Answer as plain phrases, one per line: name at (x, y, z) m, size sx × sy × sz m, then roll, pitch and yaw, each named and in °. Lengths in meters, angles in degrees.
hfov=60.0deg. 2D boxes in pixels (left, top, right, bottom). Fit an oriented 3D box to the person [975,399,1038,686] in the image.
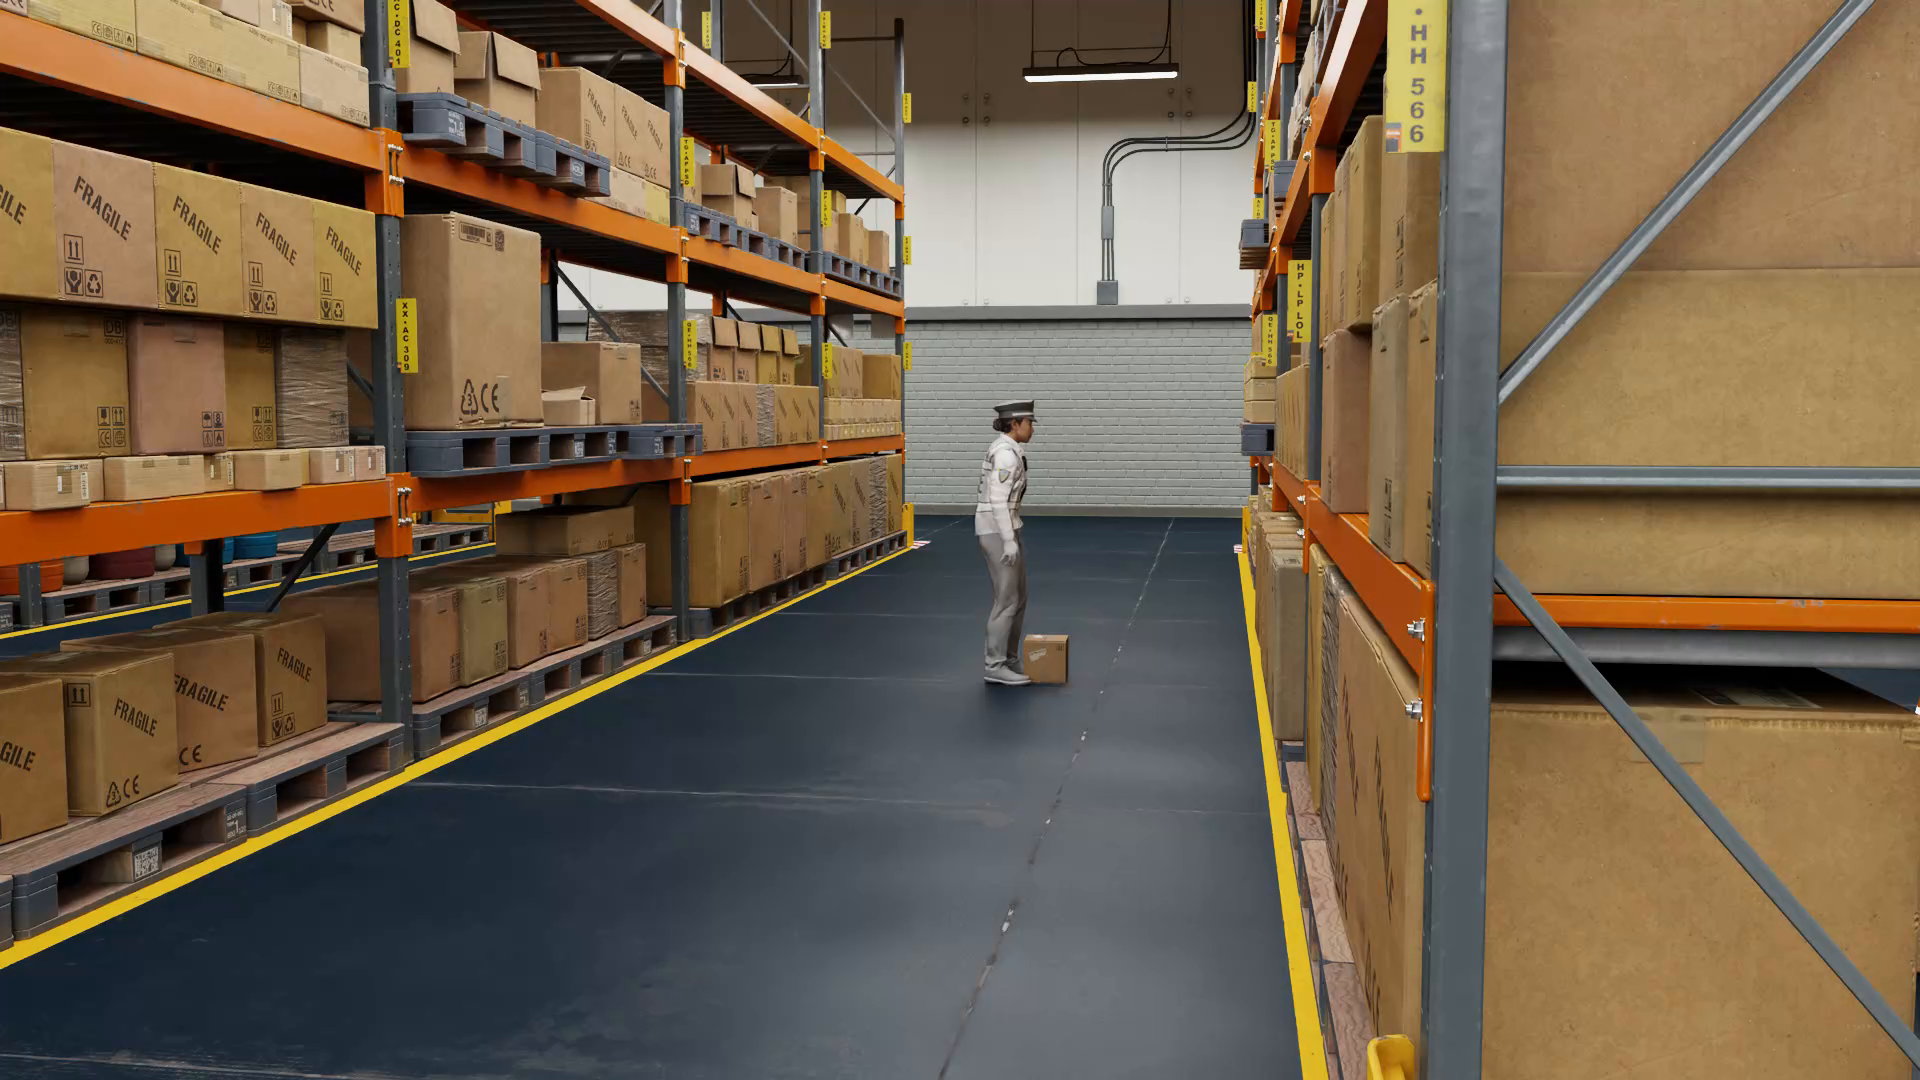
person at (0.294, -0.001, 9.878) m, size 0.412 × 1.665 × 0.547 m, roll 0°, pitch 5°, yaw 5°
